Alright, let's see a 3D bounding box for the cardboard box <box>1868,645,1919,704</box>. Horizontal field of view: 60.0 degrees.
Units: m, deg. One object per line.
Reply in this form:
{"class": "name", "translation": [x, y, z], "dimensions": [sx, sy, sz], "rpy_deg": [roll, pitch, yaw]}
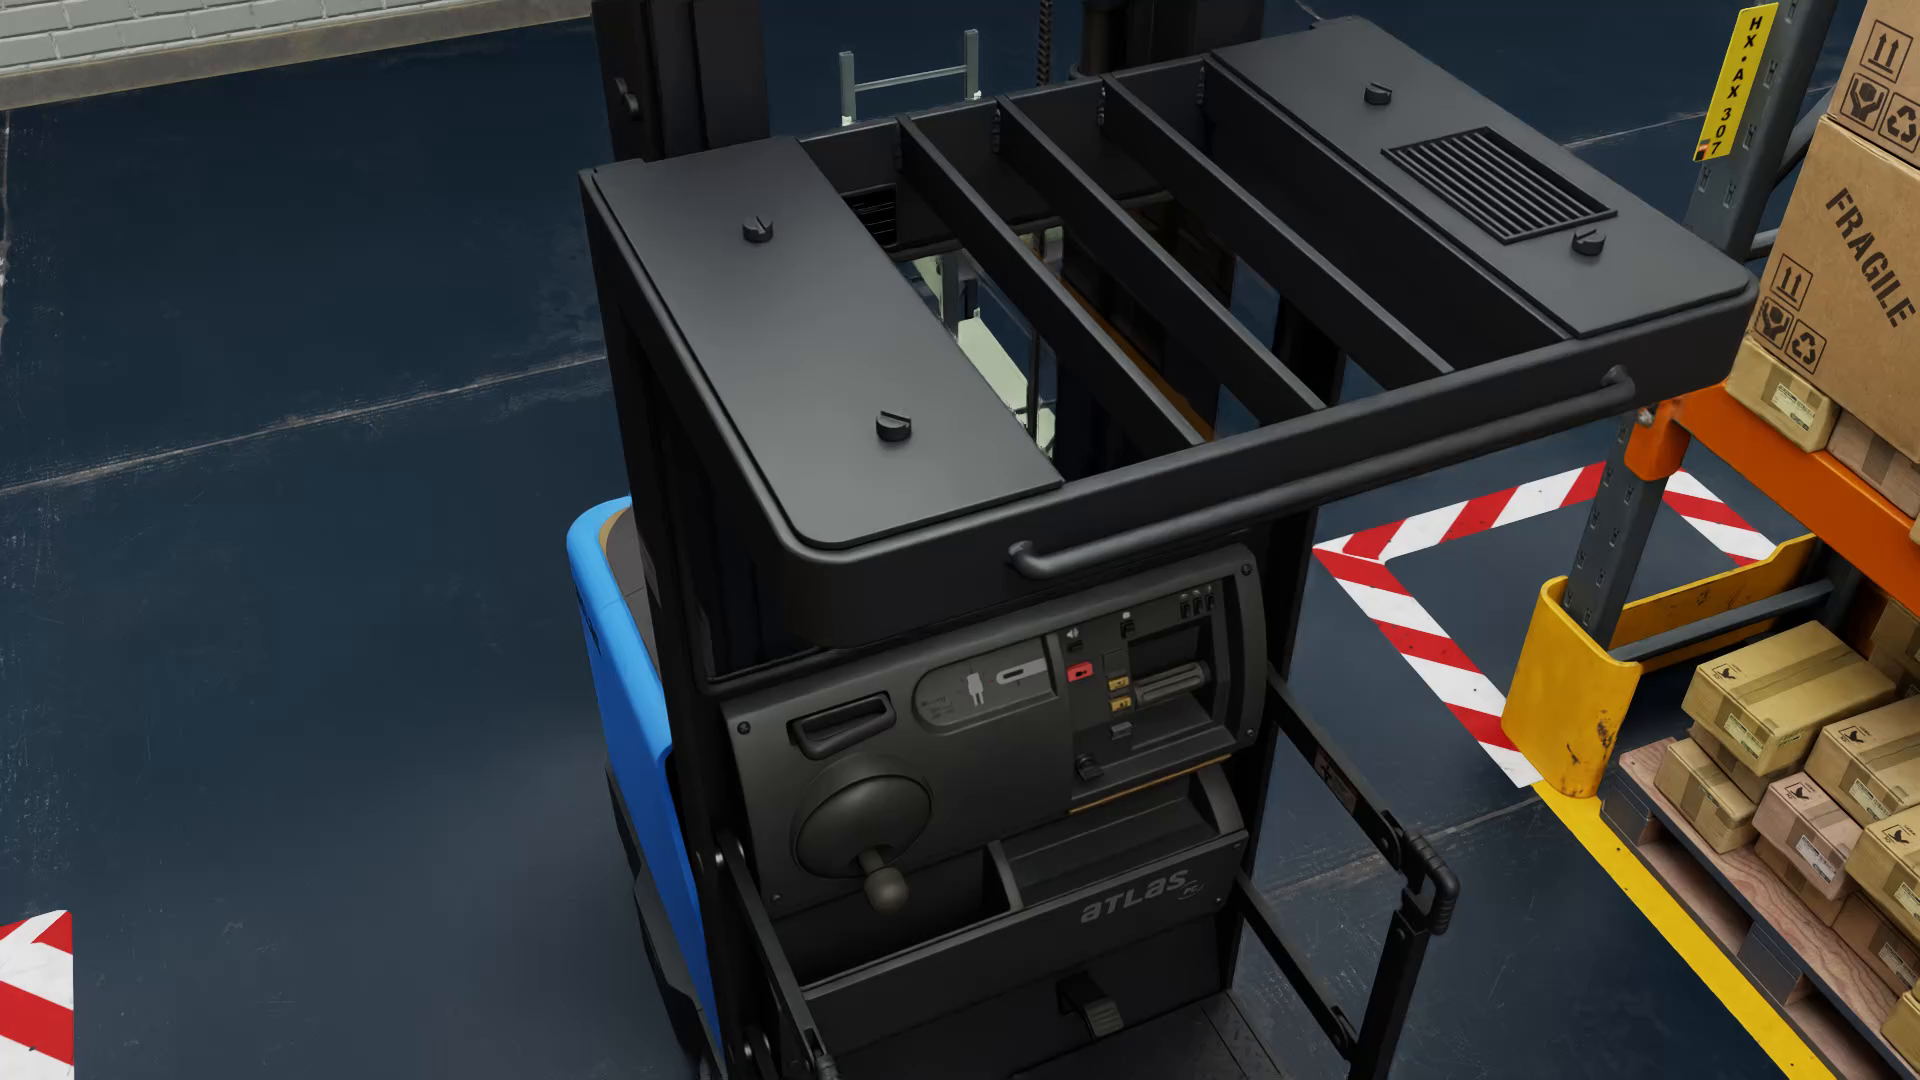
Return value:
{"class": "cardboard box", "translation": [2.533, 0.329, 4.203], "dimensions": [0.380, 0.149, 0.250], "rpy_deg": [-16, 43, -18]}

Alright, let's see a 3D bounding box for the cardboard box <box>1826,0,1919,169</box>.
{"class": "cardboard box", "translation": [1.993, -0.920, 2.948], "dimensions": [0.500, 0.500, 0.500], "rpy_deg": [-15, 43, -17]}

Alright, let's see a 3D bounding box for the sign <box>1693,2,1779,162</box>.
{"class": "sign", "translation": [1.566, -0.920, 3.355], "dimensions": [0.100, 0.325, 0.005], "rpy_deg": [-15, 43, -17]}

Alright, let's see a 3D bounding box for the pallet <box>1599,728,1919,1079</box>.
{"class": "pallet", "translation": [2.374, 0.874, 4.071], "dimensions": [1.003, 0.211, 1.213], "rpy_deg": [-15, 43, -17]}

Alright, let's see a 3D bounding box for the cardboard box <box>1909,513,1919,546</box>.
{"class": "cardboard box", "translation": [2.077, -0.036, 3.184], "dimensions": [0.380, 0.149, 0.250], "rpy_deg": [-16, 43, -18]}

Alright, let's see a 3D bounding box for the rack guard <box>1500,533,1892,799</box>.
{"class": "rack guard", "translation": [2.096, 0.267, 4.556], "dimensions": [1.175, 0.500, 0.348], "rpy_deg": [-15, 43, -17]}

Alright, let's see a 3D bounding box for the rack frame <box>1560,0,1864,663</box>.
{"class": "rack frame", "translation": [2.067, -0.727, 3.795], "dimensions": [1.000, 3.000, 0.127], "rpy_deg": [-15, 43, -17]}

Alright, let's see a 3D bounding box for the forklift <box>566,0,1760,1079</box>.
{"class": "forklift", "translation": [0.174, 0.387, 2.552], "dimensions": [1.130, 2.935, 3.031], "rpy_deg": [-16, 43, -18]}

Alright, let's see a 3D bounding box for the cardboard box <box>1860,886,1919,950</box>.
{"class": "cardboard box", "translation": [2.258, 0.766, 3.695], "dimensions": [0.380, 0.149, 0.250], "rpy_deg": [-15, 43, -16]}

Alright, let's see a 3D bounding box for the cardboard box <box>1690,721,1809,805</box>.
{"class": "cardboard box", "translation": [2.030, 0.462, 4.049], "dimensions": [0.380, 0.149, 0.250], "rpy_deg": [-13, 42, -15]}

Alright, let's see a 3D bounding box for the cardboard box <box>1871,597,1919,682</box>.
{"class": "cardboard box", "translation": [2.504, 0.225, 4.096], "dimensions": [0.380, 0.149, 0.250], "rpy_deg": [-15, 43, -16]}

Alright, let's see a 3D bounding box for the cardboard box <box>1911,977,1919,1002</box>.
{"class": "cardboard box", "translation": [2.256, 0.948, 3.484], "dimensions": [0.380, 0.149, 0.250], "rpy_deg": [-14, 43, -16]}

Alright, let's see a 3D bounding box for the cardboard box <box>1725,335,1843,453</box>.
{"class": "cardboard box", "translation": [1.888, -0.355, 3.555], "dimensions": [0.380, 0.149, 0.250], "rpy_deg": [-15, 43, -17]}

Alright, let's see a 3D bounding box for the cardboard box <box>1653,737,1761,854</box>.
{"class": "cardboard box", "translation": [1.972, 0.590, 4.127], "dimensions": [0.380, 0.149, 0.250], "rpy_deg": [-14, 43, -16]}

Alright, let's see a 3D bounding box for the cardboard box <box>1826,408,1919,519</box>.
{"class": "cardboard box", "translation": [2.024, -0.212, 3.388], "dimensions": [0.380, 0.149, 0.250], "rpy_deg": [-14, 43, -15]}

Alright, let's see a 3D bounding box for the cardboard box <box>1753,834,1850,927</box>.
{"class": "cardboard box", "translation": [2.147, 0.728, 3.968], "dimensions": [0.380, 0.149, 0.250], "rpy_deg": [-15, 43, -17]}

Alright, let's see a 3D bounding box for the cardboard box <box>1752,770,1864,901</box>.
{"class": "cardboard box", "translation": [2.083, 0.641, 3.841], "dimensions": [0.380, 0.149, 0.250], "rpy_deg": [-15, 43, -17]}

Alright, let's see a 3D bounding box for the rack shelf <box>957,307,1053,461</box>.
{"class": "rack shelf", "translation": [0.003, -0.317, 4.969], "dimensions": [0.431, 0.370, 0.720], "rpy_deg": [-15, 43, -17]}

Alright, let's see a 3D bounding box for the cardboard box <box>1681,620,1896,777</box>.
{"class": "cardboard box", "translation": [1.953, 0.370, 3.928], "dimensions": [0.380, 0.149, 0.250], "rpy_deg": [-17, 44, -19]}

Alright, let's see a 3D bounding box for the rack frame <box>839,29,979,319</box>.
{"class": "rack frame", "translation": [-0.137, -0.785, 5.013], "dimensions": [0.400, 1.500, 0.023], "rpy_deg": [-15, 43, -17]}

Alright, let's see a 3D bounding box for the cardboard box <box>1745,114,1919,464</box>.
{"class": "cardboard box", "translation": [1.983, -0.538, 3.270], "dimensions": [0.500, 0.500, 0.500], "rpy_deg": [-13, 42, -15]}

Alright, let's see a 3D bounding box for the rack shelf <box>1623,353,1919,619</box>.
{"class": "rack shelf", "translation": [2.832, 0.751, 2.628], "dimensions": [1.077, 0.370, 4.000], "rpy_deg": [-15, 43, -17]}

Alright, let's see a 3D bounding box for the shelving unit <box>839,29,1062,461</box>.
{"class": "shelving unit", "translation": [0.003, -0.565, 4.756], "dimensions": [0.431, 1.500, 0.755], "rpy_deg": [-15, 43, -17]}

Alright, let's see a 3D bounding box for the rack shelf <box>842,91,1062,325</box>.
{"class": "rack shelf", "translation": [0.003, -0.861, 4.502], "dimensions": [0.431, 0.370, 0.720], "rpy_deg": [-15, 43, -17]}

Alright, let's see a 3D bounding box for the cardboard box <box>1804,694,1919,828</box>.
{"class": "cardboard box", "translation": [2.170, 0.506, 3.769], "dimensions": [0.380, 0.149, 0.250], "rpy_deg": [-14, 43, -16]}

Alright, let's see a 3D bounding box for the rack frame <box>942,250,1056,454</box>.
{"class": "rack frame", "translation": [0.143, -0.344, 4.500], "dimensions": [0.400, 1.500, 0.023], "rpy_deg": [-15, 43, -17]}

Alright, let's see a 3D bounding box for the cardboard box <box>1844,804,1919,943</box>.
{"class": "cardboard box", "translation": [2.148, 0.689, 3.556], "dimensions": [0.380, 0.149, 0.250], "rpy_deg": [-15, 43, -17]}

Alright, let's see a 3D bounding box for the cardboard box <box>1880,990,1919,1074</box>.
{"class": "cardboard box", "translation": [2.245, 1.057, 3.585], "dimensions": [0.380, 0.149, 0.250], "rpy_deg": [-15, 43, -16]}

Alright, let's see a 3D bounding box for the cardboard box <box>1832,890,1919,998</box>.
{"class": "cardboard box", "translation": [2.249, 0.875, 3.796], "dimensions": [0.380, 0.149, 0.250], "rpy_deg": [-15, 43, -16]}
